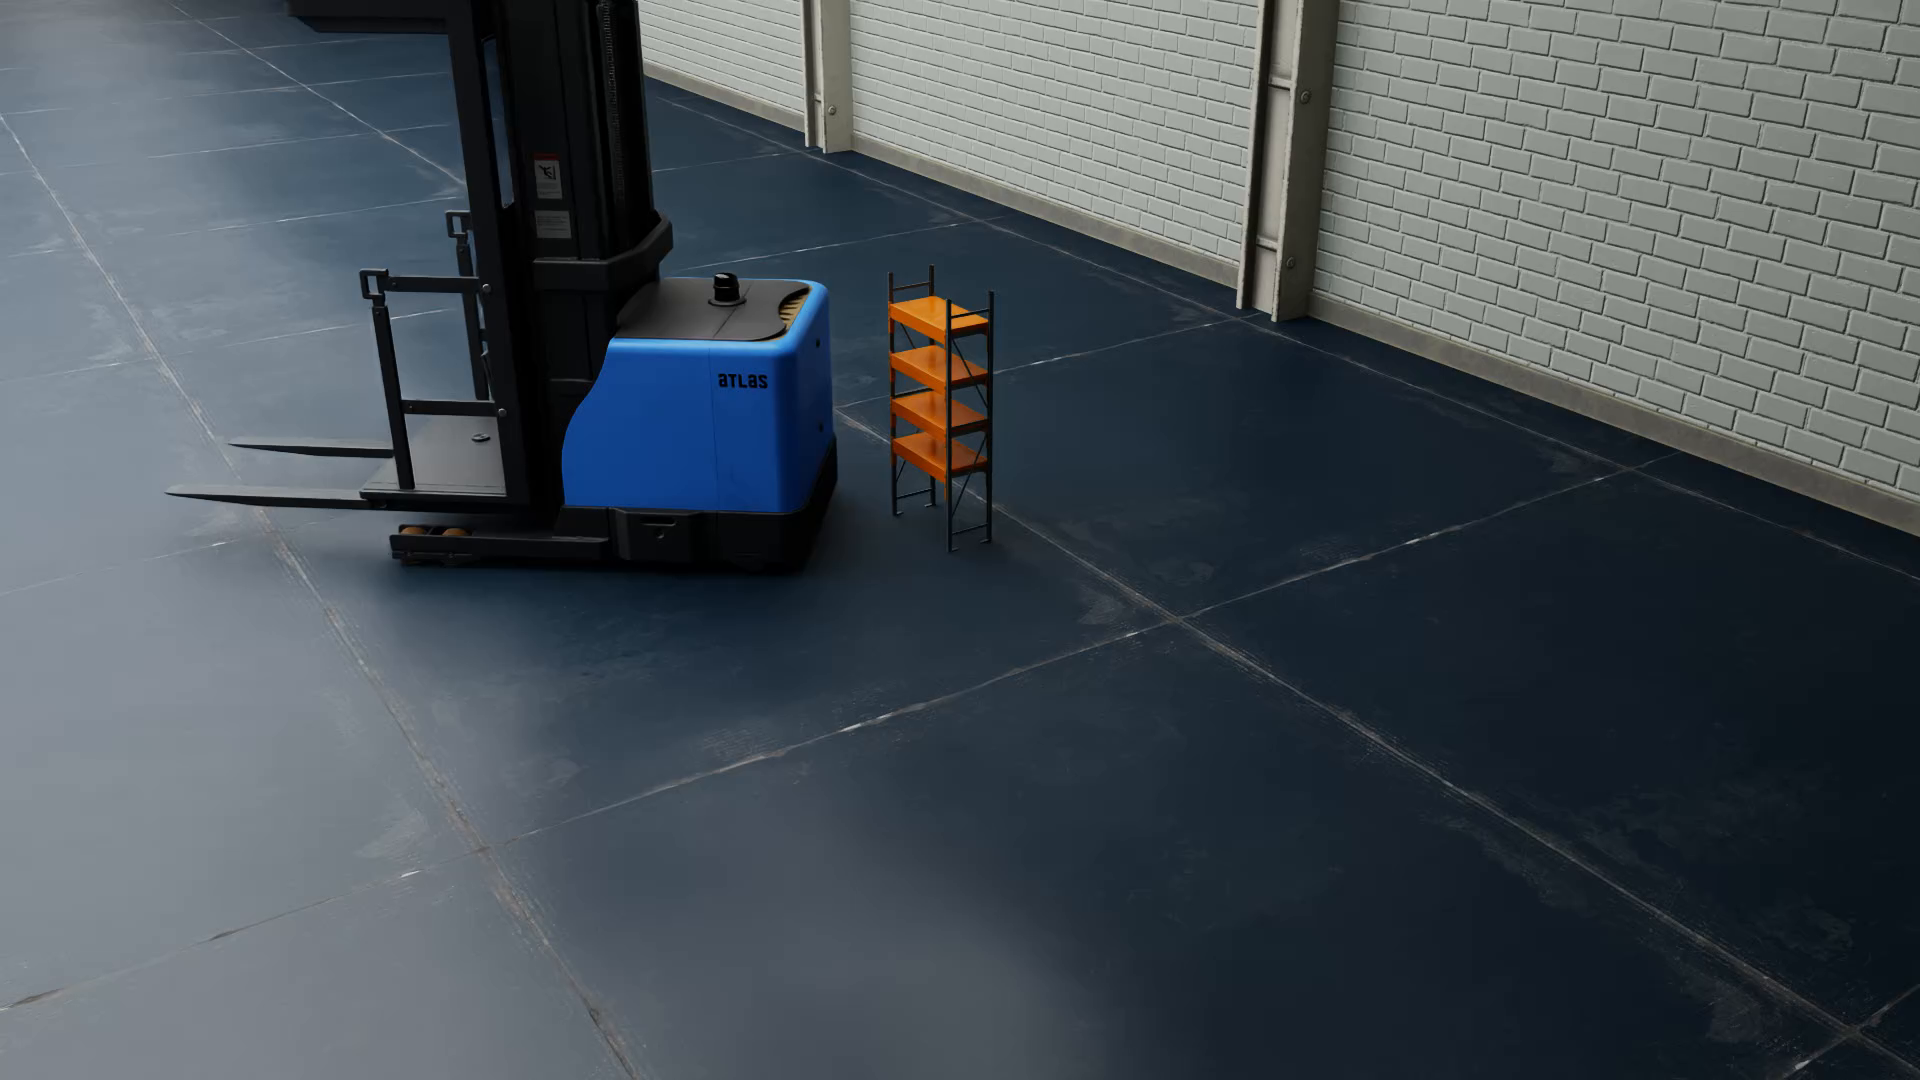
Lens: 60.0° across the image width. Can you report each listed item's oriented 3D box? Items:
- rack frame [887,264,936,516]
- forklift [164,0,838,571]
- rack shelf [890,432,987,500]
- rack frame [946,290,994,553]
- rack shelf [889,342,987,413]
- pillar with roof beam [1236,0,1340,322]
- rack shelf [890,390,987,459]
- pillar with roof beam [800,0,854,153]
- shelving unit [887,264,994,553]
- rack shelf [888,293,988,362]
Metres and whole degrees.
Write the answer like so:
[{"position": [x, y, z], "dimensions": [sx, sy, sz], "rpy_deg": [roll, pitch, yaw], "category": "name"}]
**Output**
[{"position": [-0.224, -0.689, 7.804], "dimensions": [0.240, 1.200, 0.015], "rpy_deg": [-16, 29, -30], "category": "rack frame"}, {"position": [-2.150, -1.430, 7.347], "dimensions": [3.031, 2.935, 1.130], "rpy_deg": [2, 25, 4], "category": "forklift"}, {"position": [-0.090, -0.361, 7.733], "dimensions": [0.258, 0.148, 0.480], "rpy_deg": [-16, 29, -30], "category": "rack shelf"}, {"position": [0.043, -0.515, 7.434], "dimensions": [0.240, 1.200, 0.015], "rpy_deg": [-16, 29, -30], "category": "rack frame"}, {"position": [-0.090, -0.743, 7.552], "dimensions": [0.258, 0.148, 0.480], "rpy_deg": [-16, 29, -30], "category": "rack shelf"}, {"position": [-1.545, -4.578, 6.906], "dimensions": [9.100, 9.000, 0.400], "rpy_deg": [-16, 29, -30], "category": "pillar with roof beam"}, {"position": [-0.090, -0.541, 7.648], "dimensions": [0.258, 0.148, 0.480], "rpy_deg": [-16, 29, -30], "category": "rack shelf"}, {"position": [-4.820, -6.724, 11.452], "dimensions": [9.100, 9.000, 0.400], "rpy_deg": [-16, 29, -30], "category": "pillar with roof beam"}, {"position": [-0.090, -0.602, 7.619], "dimensions": [0.258, 1.200, 0.503], "rpy_deg": [-16, 29, -30], "category": "shelving unit"}, {"position": [-0.090, -0.957, 7.452], "dimensions": [0.258, 0.148, 0.480], "rpy_deg": [-16, 29, -30], "category": "rack shelf"}]
